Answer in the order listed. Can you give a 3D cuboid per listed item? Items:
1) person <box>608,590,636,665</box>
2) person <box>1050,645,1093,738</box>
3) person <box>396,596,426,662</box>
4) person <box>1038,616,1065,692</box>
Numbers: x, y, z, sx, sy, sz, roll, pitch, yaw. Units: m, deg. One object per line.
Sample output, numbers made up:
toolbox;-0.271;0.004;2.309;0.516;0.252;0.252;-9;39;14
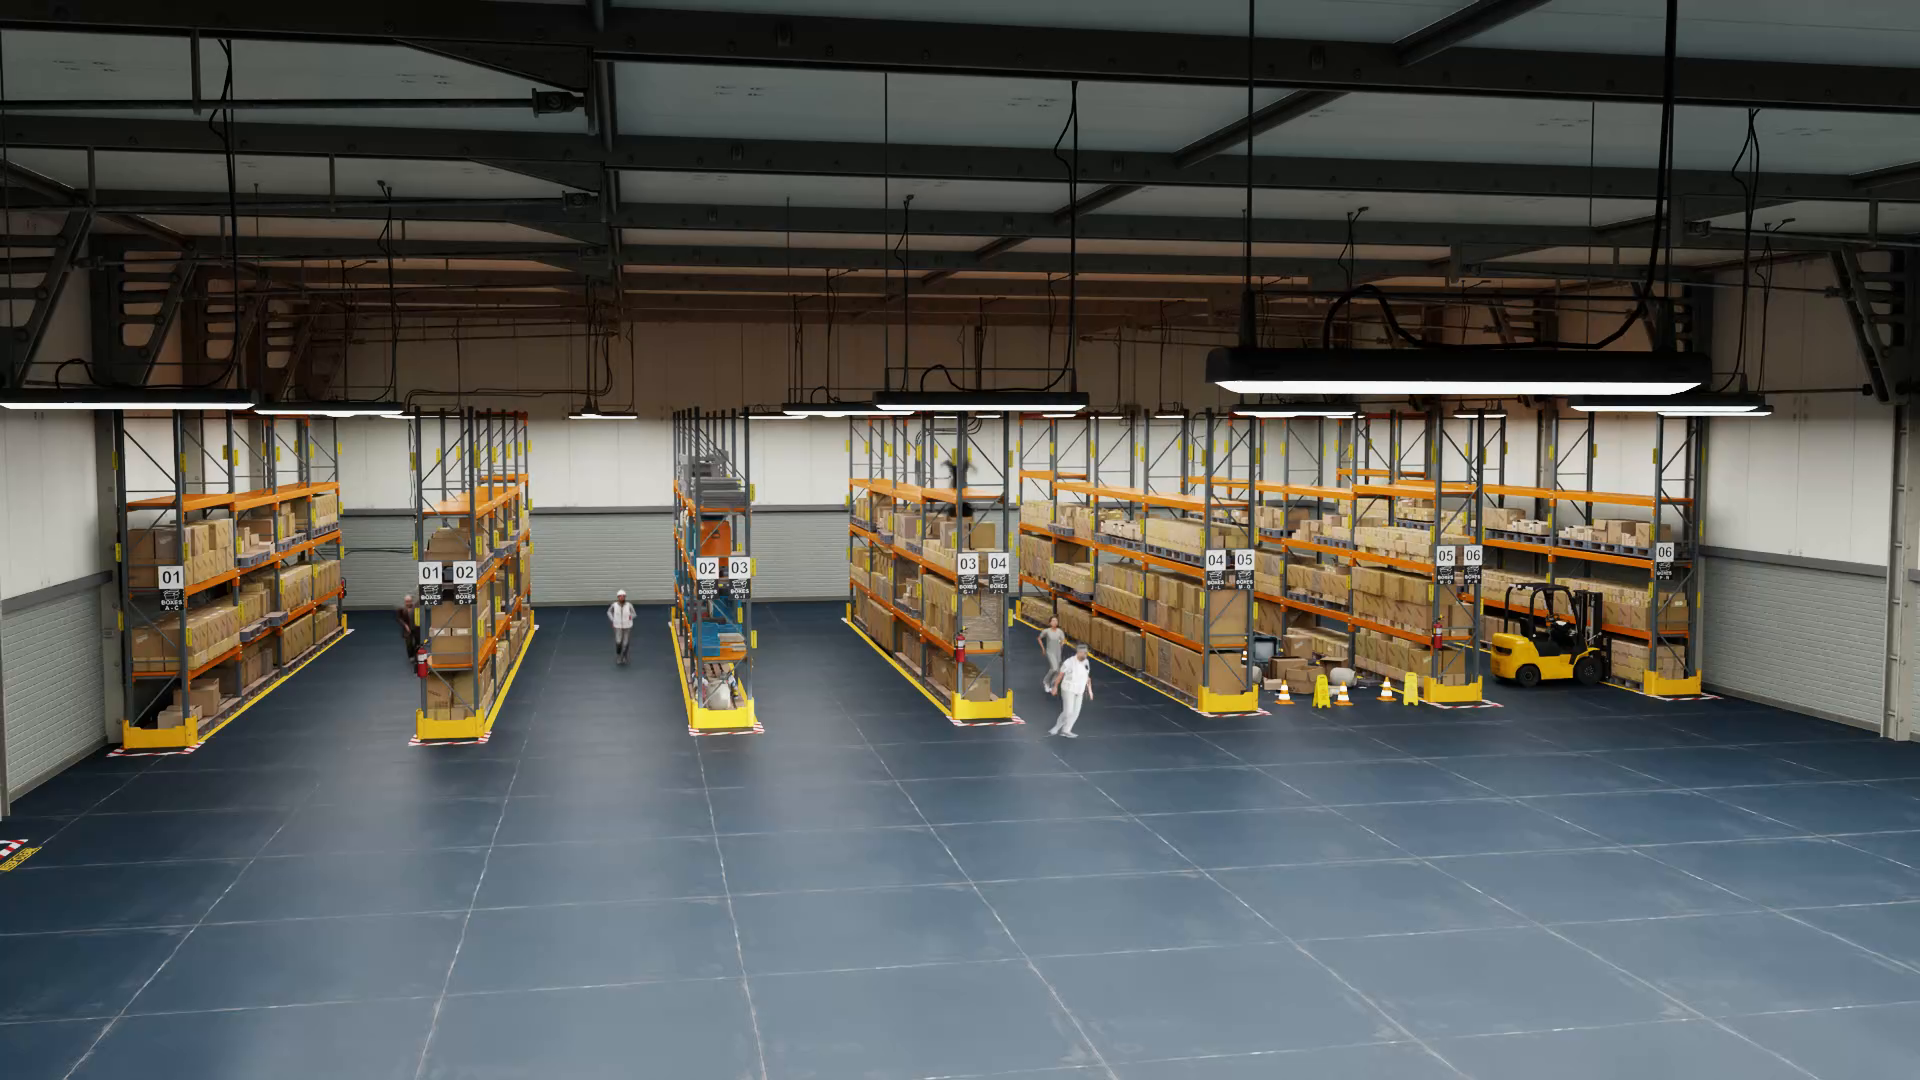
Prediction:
person;-7.993;2.065;39.159;0.604;1.760;0.684;-1;4;-11
person;2.020;2.737;30.108;0.707;1.714;0.580;-3;5;-36
person;-13.085;2.095;39.610;0.676;1.615;0.874;-2;4;-25
person;1.974;2.409;34.946;0.536;1.630;0.627;-2;4;-25
